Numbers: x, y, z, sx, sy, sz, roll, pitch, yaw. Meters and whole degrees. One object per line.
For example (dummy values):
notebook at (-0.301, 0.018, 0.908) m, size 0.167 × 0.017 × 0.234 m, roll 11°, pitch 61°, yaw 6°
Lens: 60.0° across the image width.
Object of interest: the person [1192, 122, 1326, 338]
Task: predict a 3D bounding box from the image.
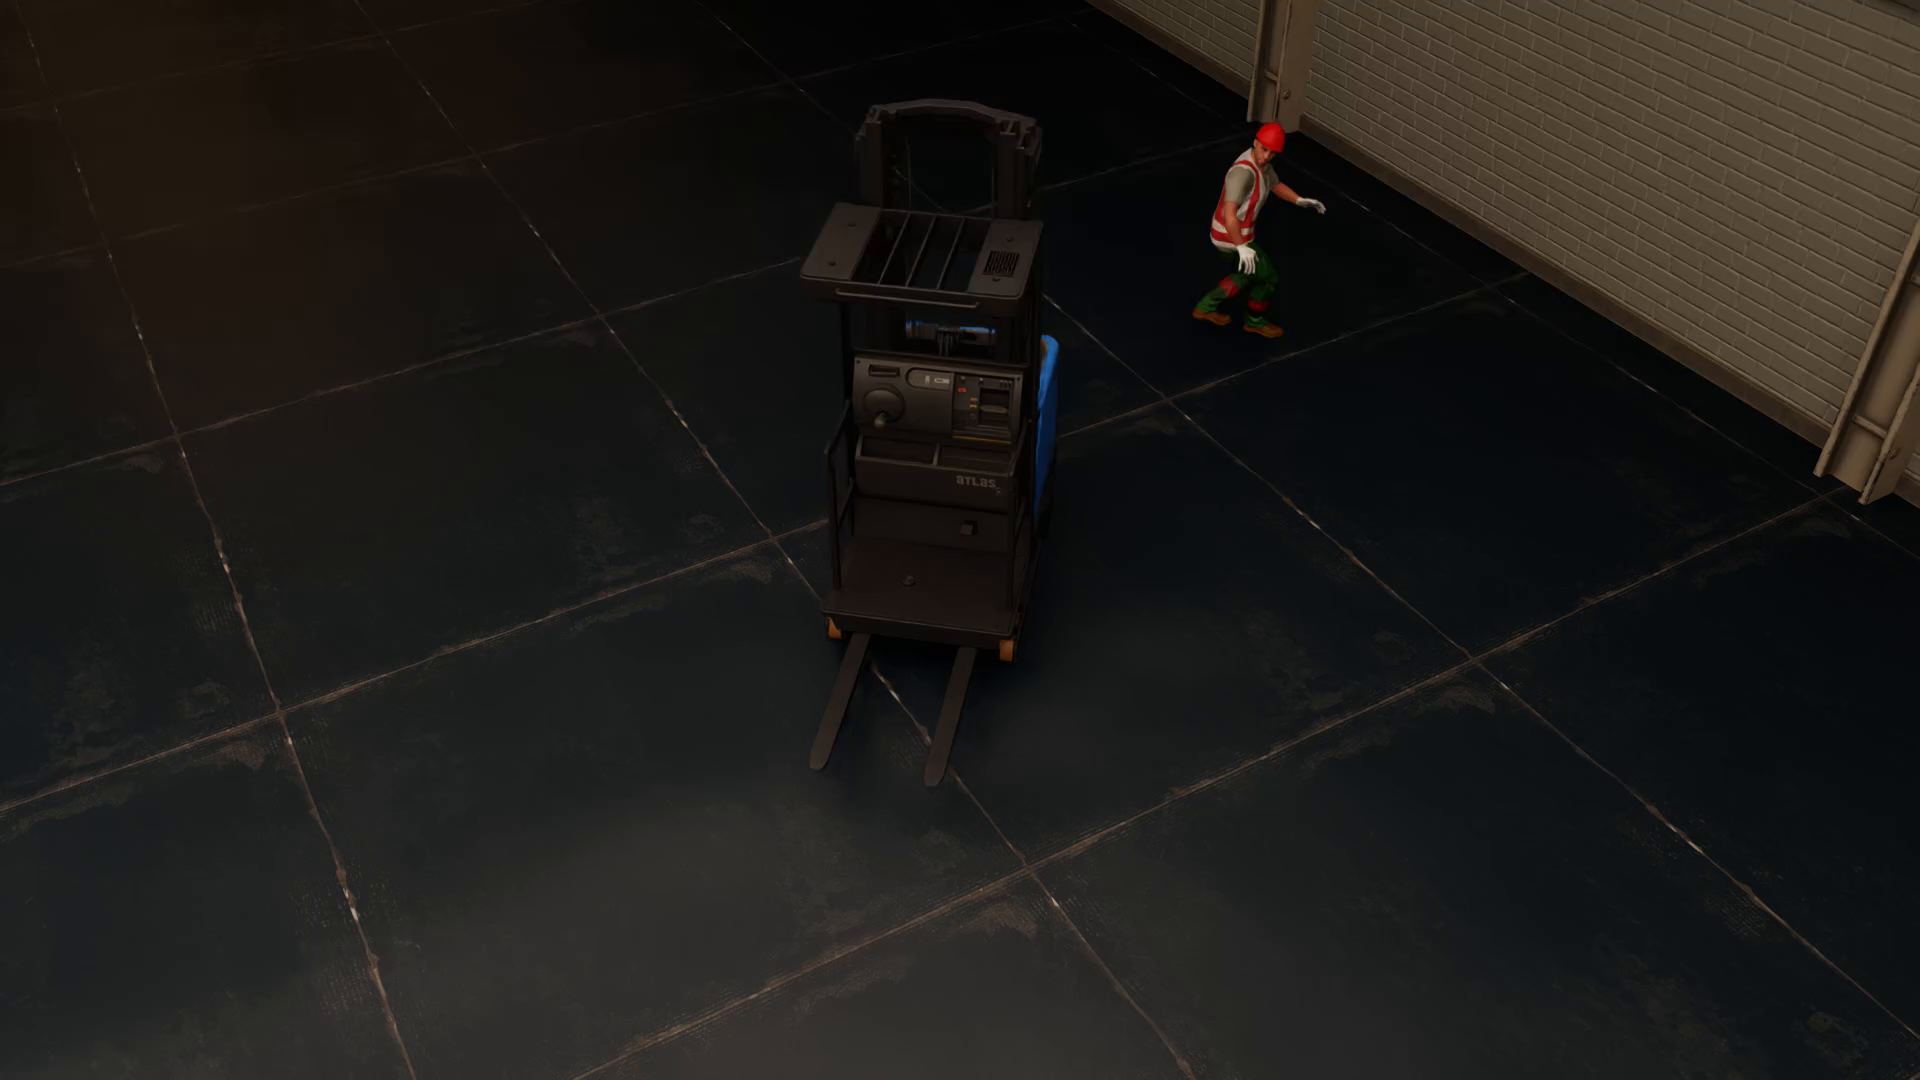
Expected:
person at (2.096, -2.086, 11.562) m, size 0.852 × 1.644 × 0.895 m, roll 6°, pitch 40°, yaw 7°

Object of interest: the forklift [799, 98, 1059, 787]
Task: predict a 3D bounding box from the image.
forklift at (-0.161, -0.690, 8.867) m, size 1.130 × 2.935 × 3.031 m, roll 7°, pitch 40°, yaw 8°
